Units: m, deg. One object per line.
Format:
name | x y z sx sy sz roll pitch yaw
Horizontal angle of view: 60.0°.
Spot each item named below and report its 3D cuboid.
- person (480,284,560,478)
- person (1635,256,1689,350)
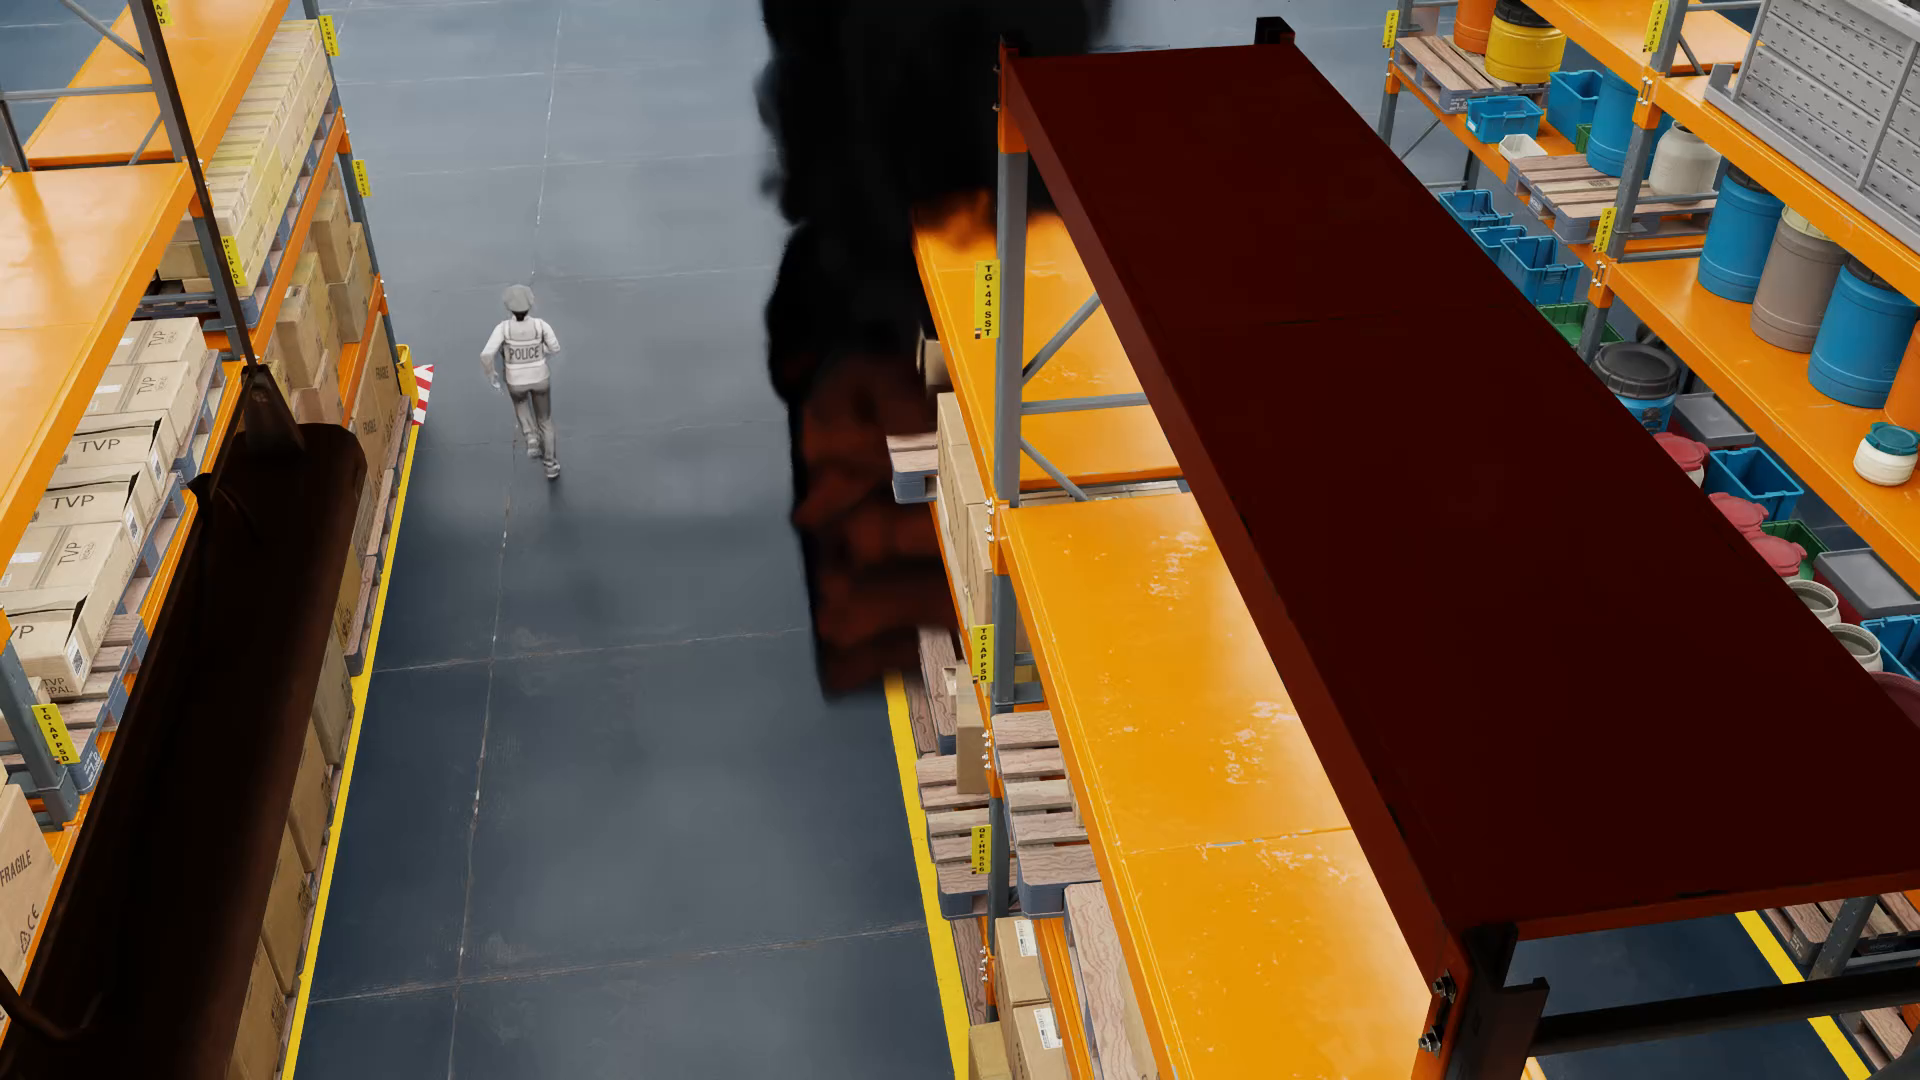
person | -3.620 -1.356 13.850 0.634 1.651 0.729 -9 37 -12
person | 6.107 -1.860 14.617 0.526 1.621 0.558 -3 36 -4
